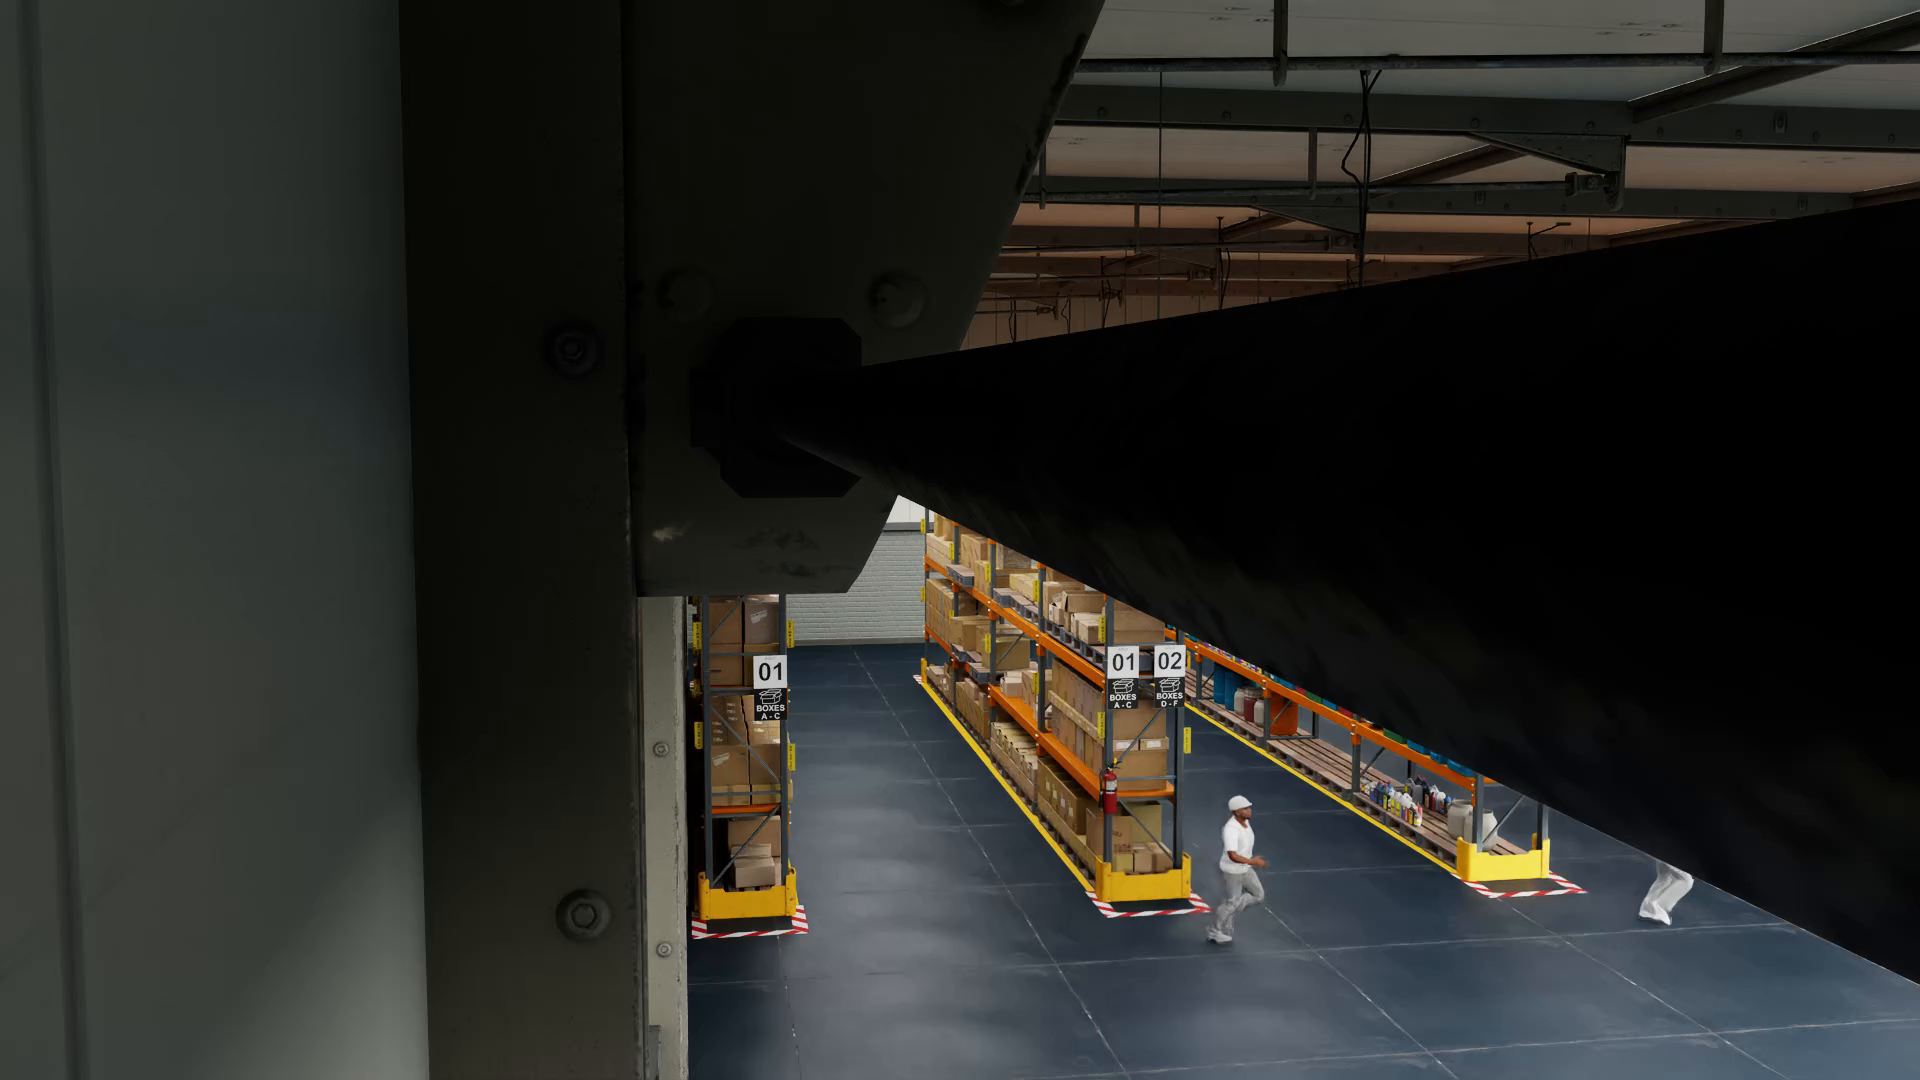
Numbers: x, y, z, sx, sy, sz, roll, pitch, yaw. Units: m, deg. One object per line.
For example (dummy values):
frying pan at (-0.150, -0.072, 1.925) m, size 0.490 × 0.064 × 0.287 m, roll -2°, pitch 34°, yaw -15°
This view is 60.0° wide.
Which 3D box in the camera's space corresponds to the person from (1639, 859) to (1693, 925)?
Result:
person at (8.496, 3.760, 19.883) m, size 0.633 × 1.628 × 0.569 m, roll 2°, pitch 5°, yaw 22°

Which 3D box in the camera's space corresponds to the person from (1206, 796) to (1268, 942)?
person at (3.227, 3.779, 19.162) m, size 0.729 × 1.714 × 0.734 m, roll 3°, pitch 6°, yaw 28°
